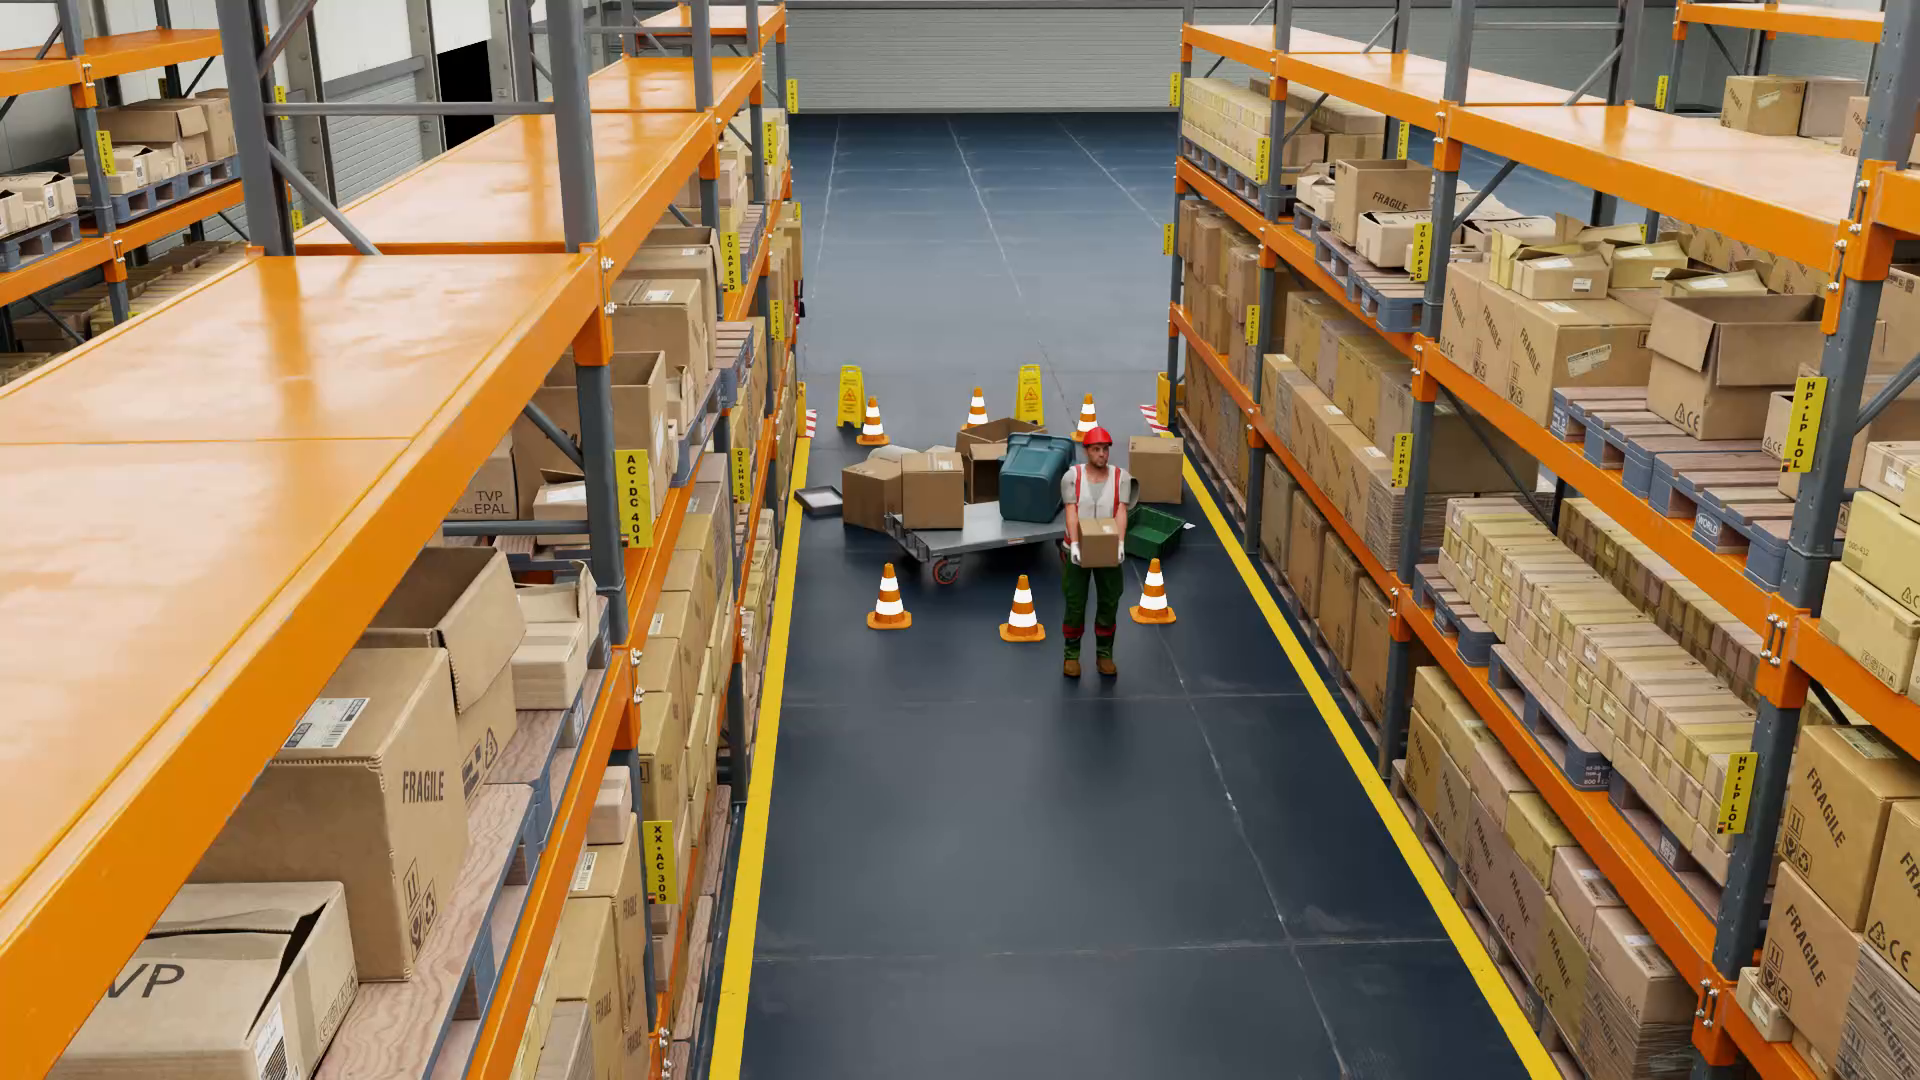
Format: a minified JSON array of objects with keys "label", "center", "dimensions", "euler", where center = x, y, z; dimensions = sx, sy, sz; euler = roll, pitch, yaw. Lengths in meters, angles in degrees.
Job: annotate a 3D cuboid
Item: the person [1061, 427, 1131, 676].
[{"label":"person","center":[0.949,0.115,11.598],"dimensions":[0.493,1.782,0.564],"euler":[-1,20,-3]}]
